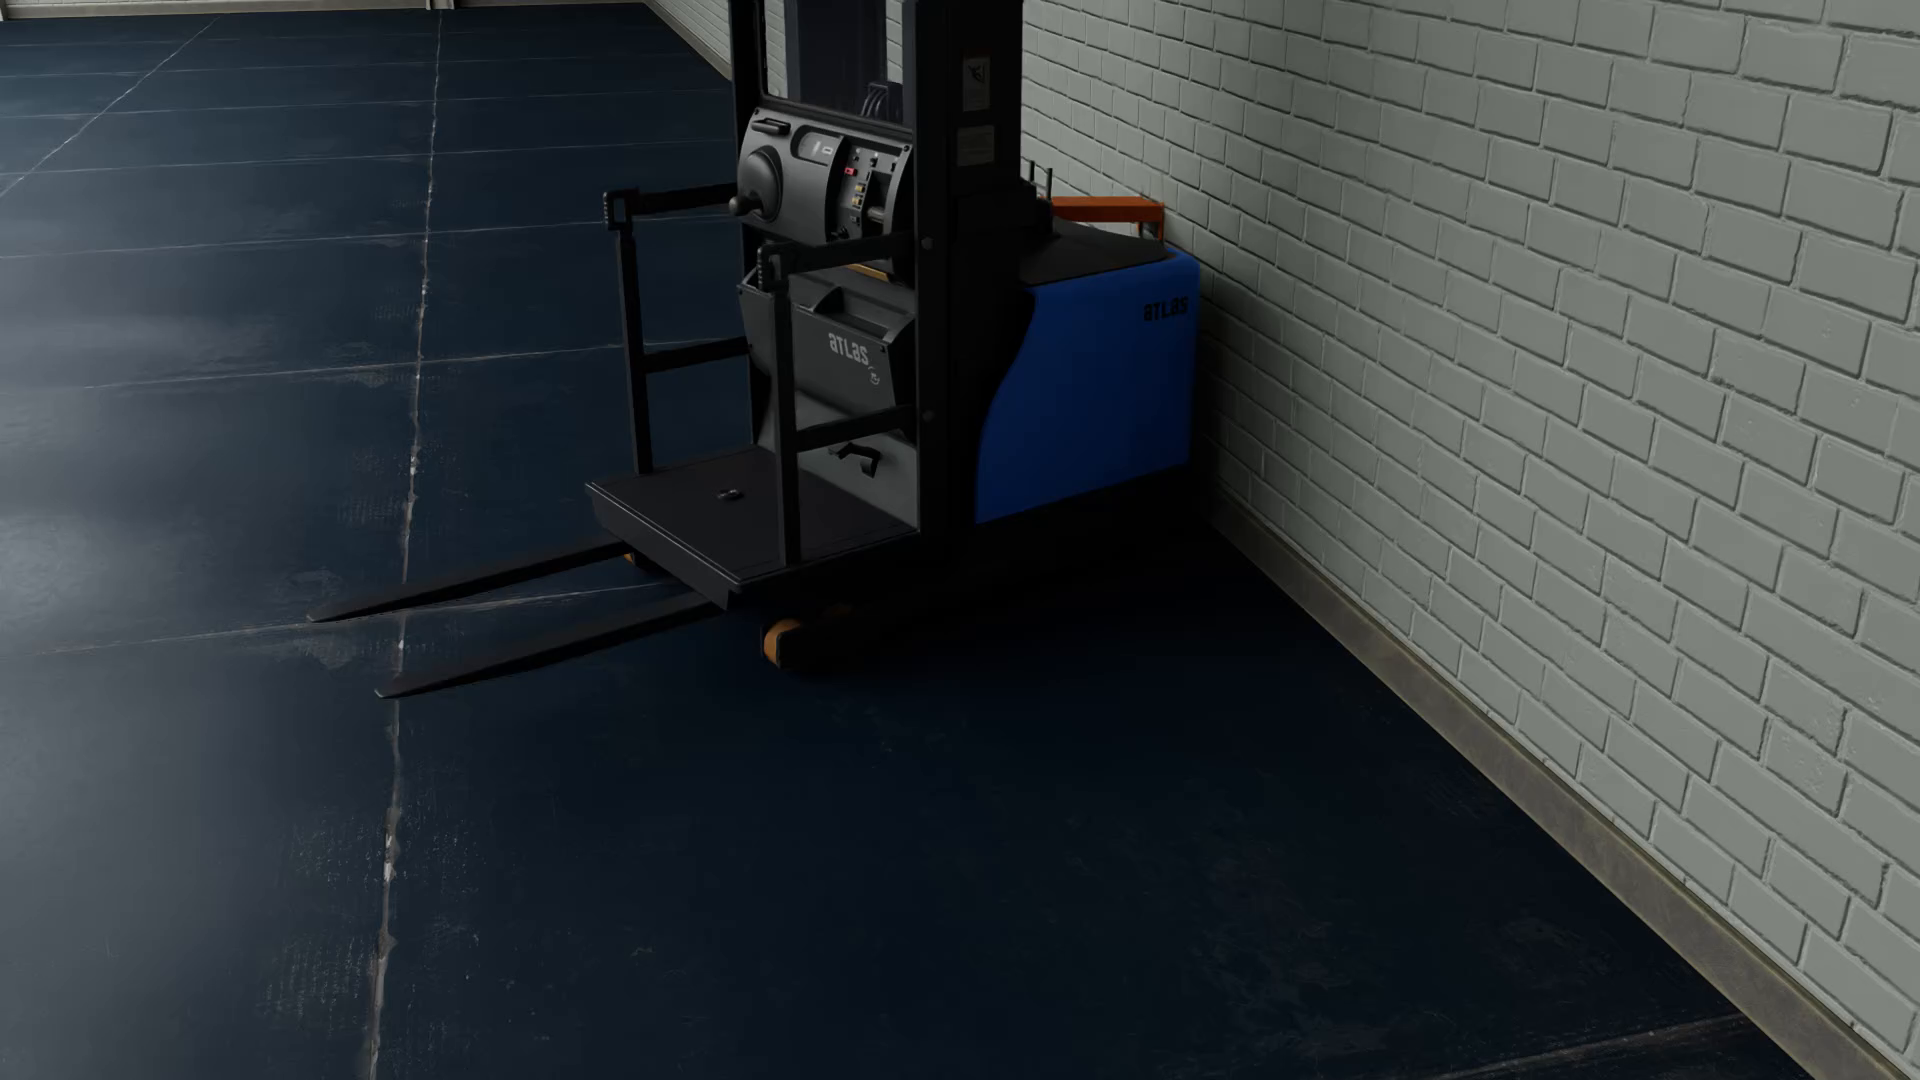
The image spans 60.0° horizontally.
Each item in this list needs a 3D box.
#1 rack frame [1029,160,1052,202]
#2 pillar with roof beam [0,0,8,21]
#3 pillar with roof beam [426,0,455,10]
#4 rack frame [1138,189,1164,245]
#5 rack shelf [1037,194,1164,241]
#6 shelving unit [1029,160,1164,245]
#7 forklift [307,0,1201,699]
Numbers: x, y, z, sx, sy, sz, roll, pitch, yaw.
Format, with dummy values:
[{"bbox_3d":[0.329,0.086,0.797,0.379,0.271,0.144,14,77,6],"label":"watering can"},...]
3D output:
[{"bbox_3d":[0.292,-0.908,6.717,0.015,1.200,0.240,-3,21,-16],"label":"rack frame"},{"bbox_3d":[-12.273,-9.707,17.460,0.400,9.000,9.100,-6,24,-14],"label":"pillar with roof beam"},{"bbox_3d":[-6.496,-10.346,18.949,0.400,9.000,9.100,-6,24,-14],"label":"pillar with roof beam"},{"bbox_3d":[0.761,-0.935,6.849,0.015,1.200,0.240,-3,21,-16],"label":"rack frame"},{"bbox_3d":[0.543,-1.290,6.648,0.480,0.148,0.258,-3,21,-16],"label":"rack shelf"},{"bbox_3d":[0.527,-0.922,6.783,0.503,1.200,0.258,-3,21,-16],"label":"shelving unit"},{"bbox_3d":[-0.613,-1.165,5.247,3.031,2.935,1.130,-17,28,-34],"label":"forklift"}]
